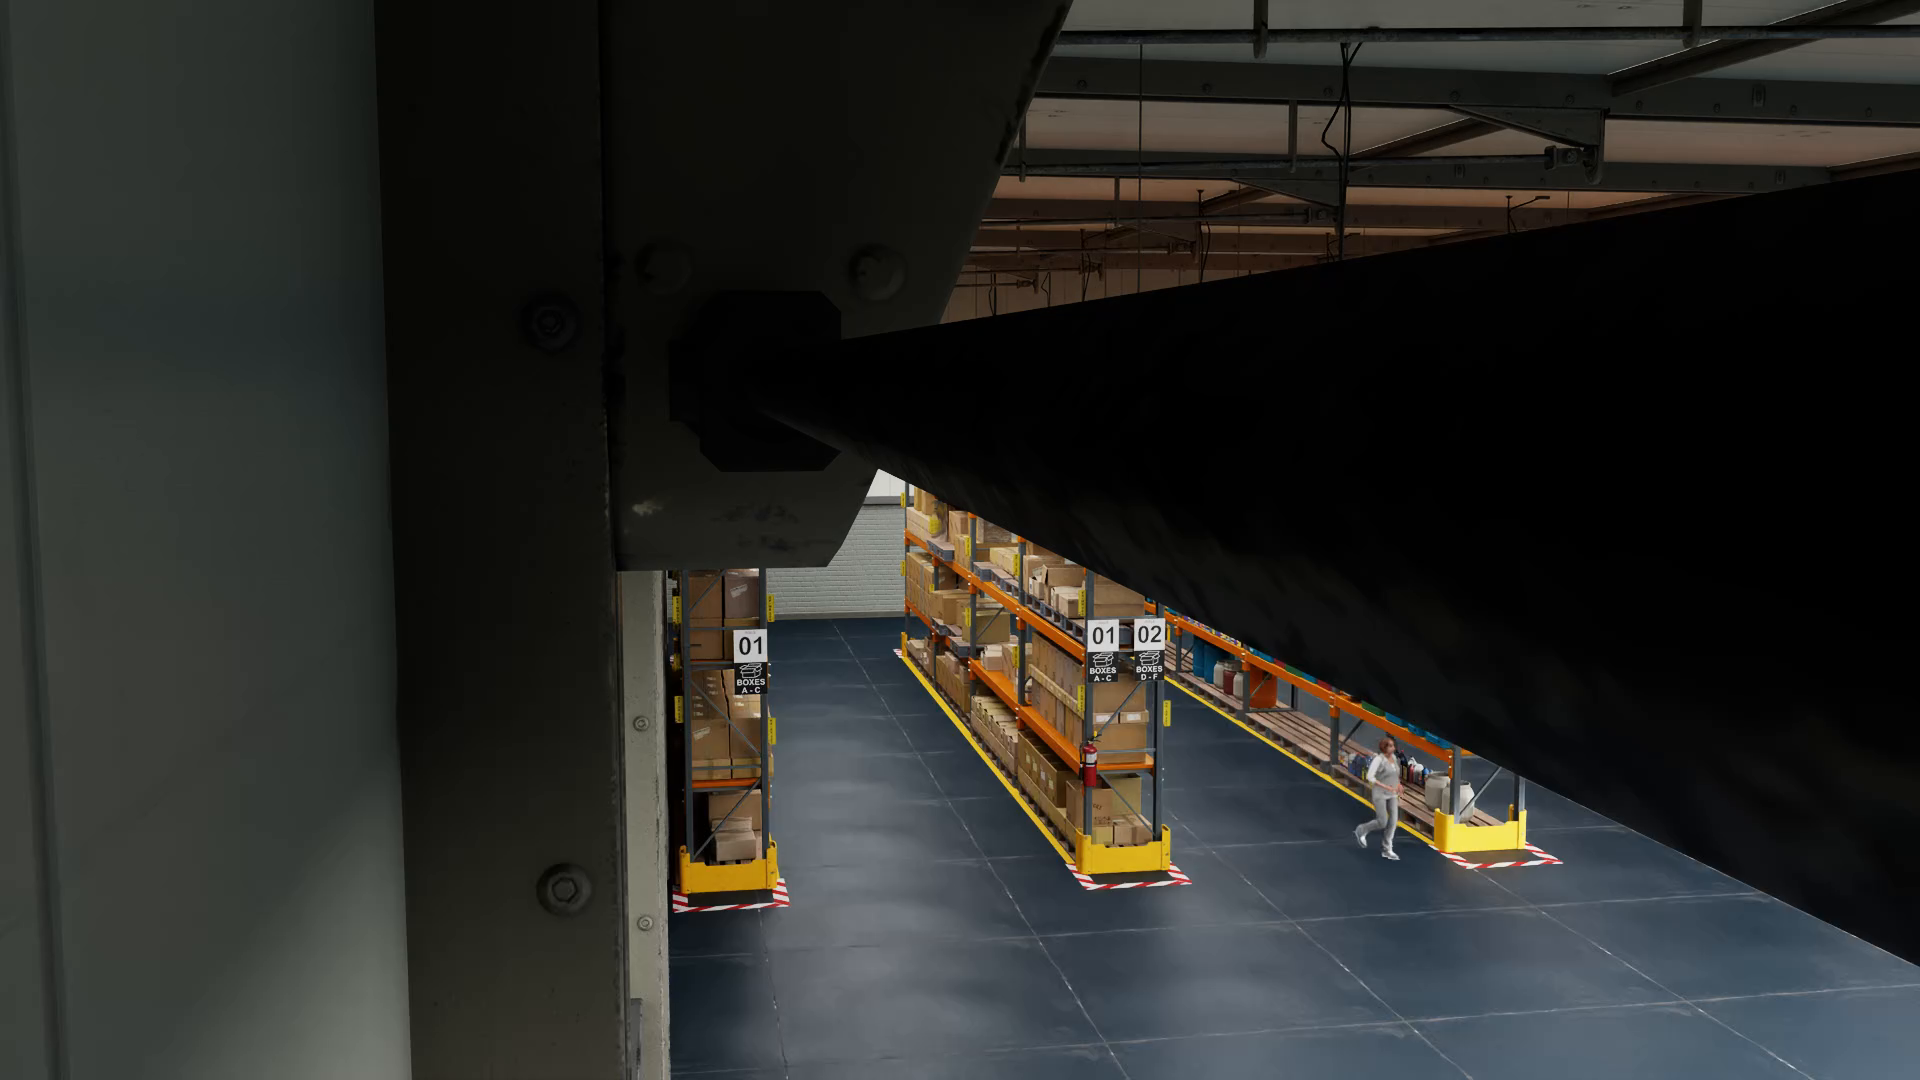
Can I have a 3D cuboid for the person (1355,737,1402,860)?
[{"bbox_3d":[5.468,3.320,21.574,0.570,1.575,0.668,-4,7,-35],"label":"person"}]
